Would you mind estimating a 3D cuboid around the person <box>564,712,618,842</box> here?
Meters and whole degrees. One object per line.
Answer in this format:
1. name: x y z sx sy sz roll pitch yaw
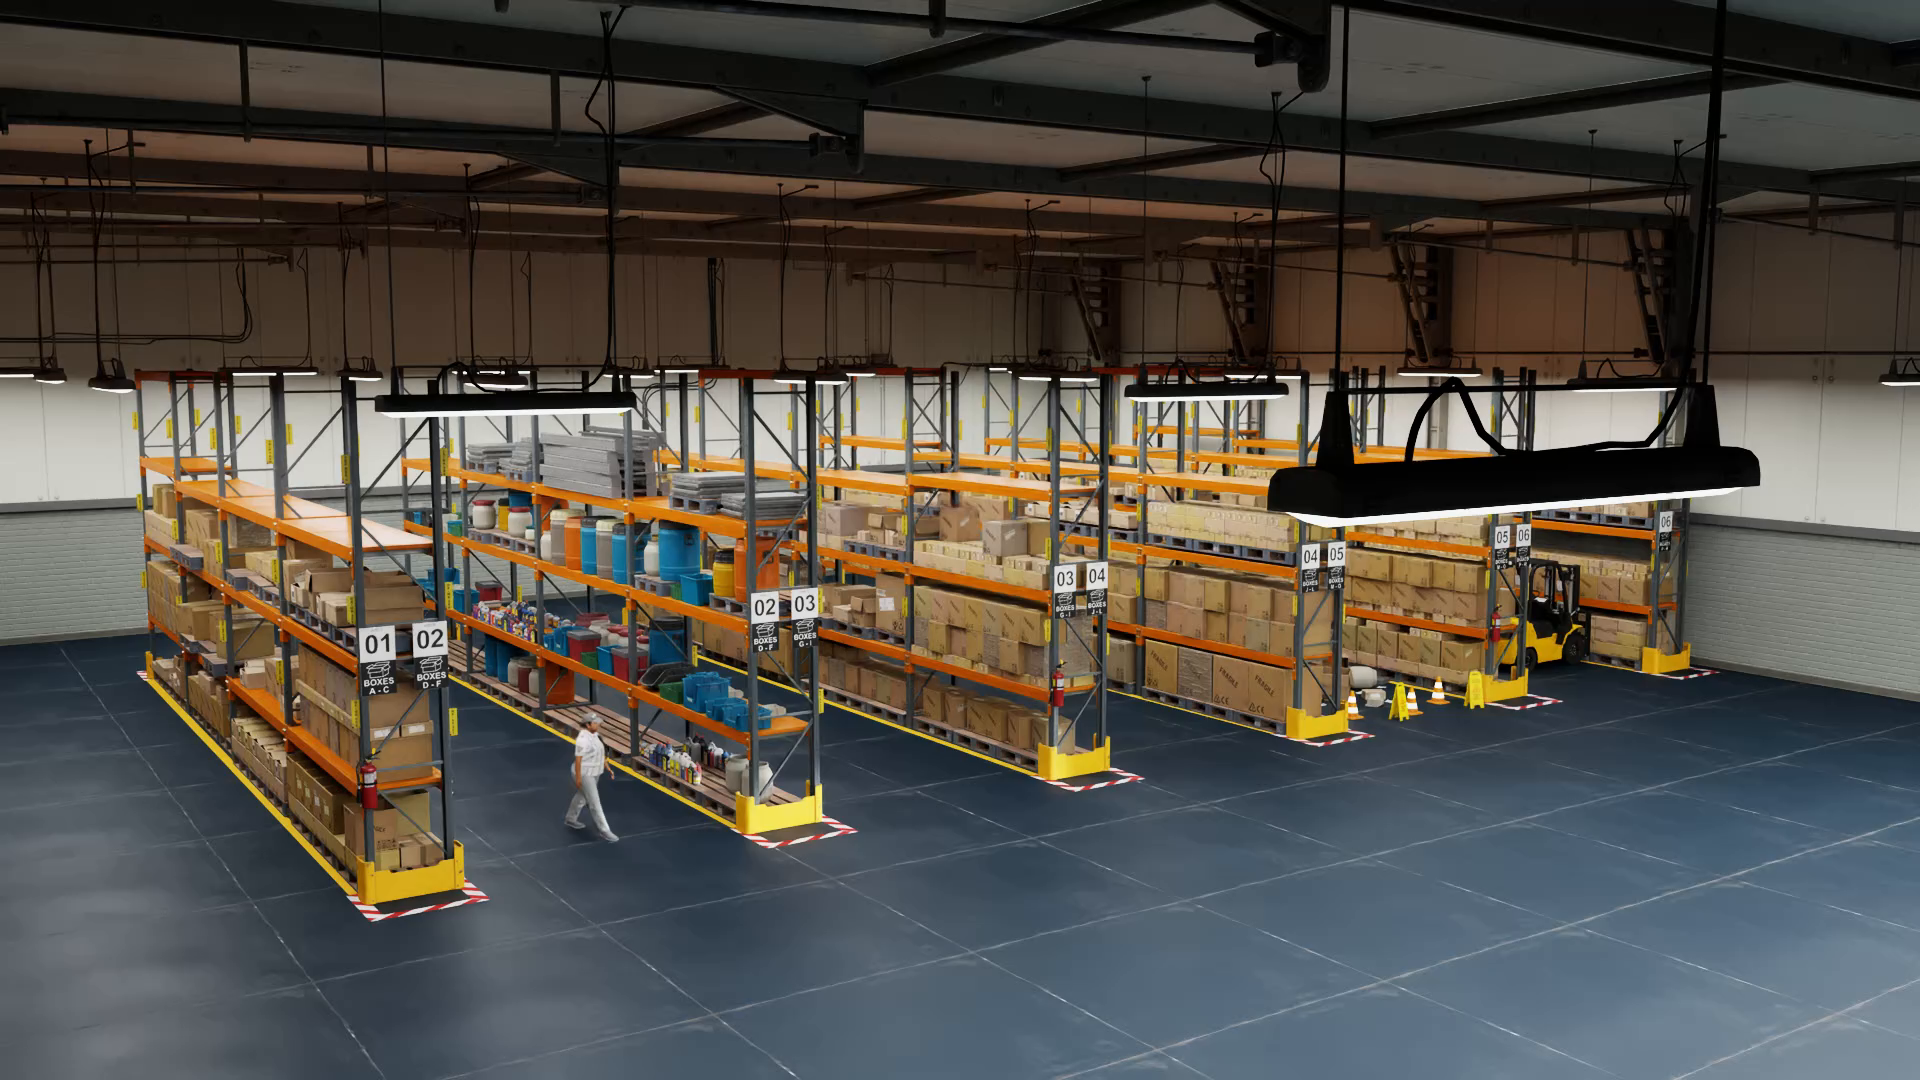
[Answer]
1. person: -4.832 3.060 21.793 0.996 1.624 0.554 3 7 24
